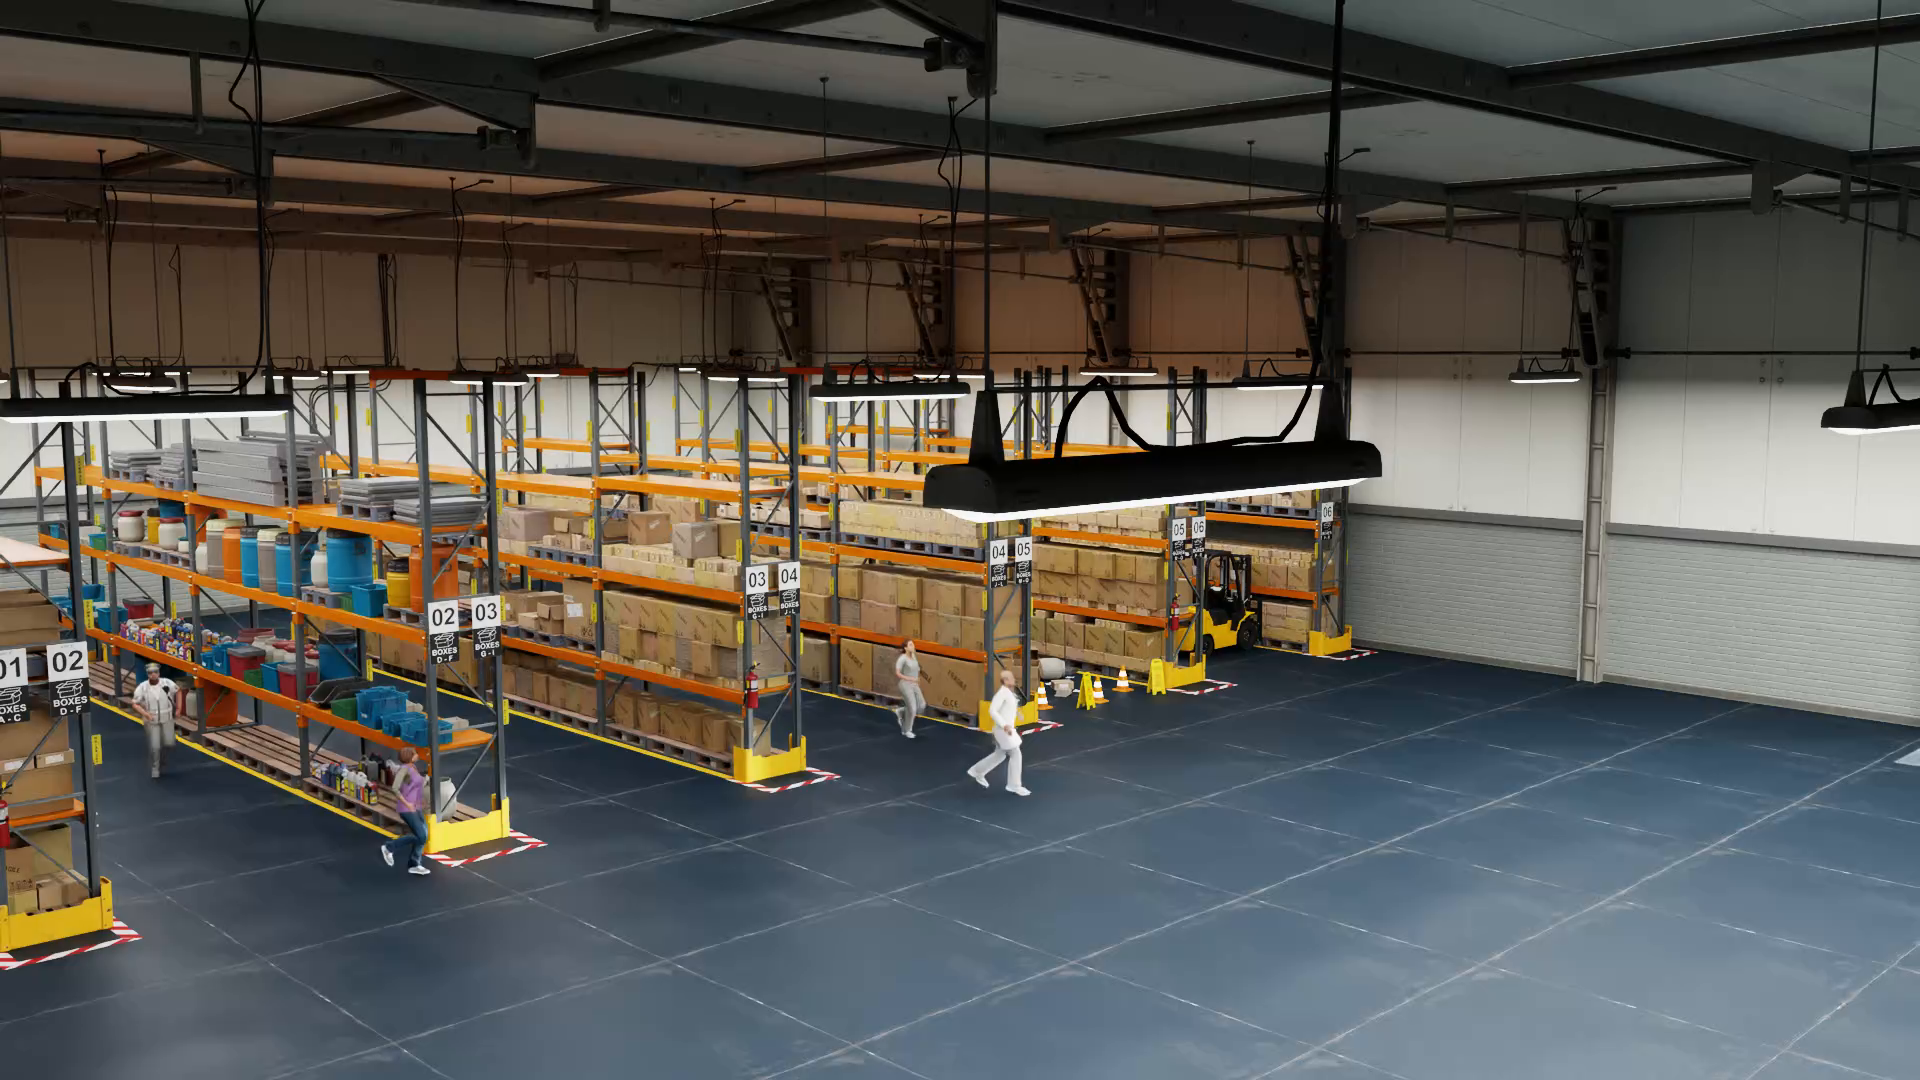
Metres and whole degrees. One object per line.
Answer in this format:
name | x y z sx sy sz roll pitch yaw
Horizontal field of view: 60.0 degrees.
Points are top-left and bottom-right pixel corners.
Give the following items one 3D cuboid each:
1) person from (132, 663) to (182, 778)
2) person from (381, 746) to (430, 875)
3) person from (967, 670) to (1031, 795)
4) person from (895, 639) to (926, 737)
person | -11.953 2.678 24.817 0.690 1.748 0.657 -4 8 -32
person | -6.726 3.289 20.322 0.528 1.537 0.605 0 6 -3
person | 0.562 2.760 23.865 0.919 1.814 0.705 0 6 1
person | -0.853 2.441 27.445 0.572 1.611 0.586 4 8 33
